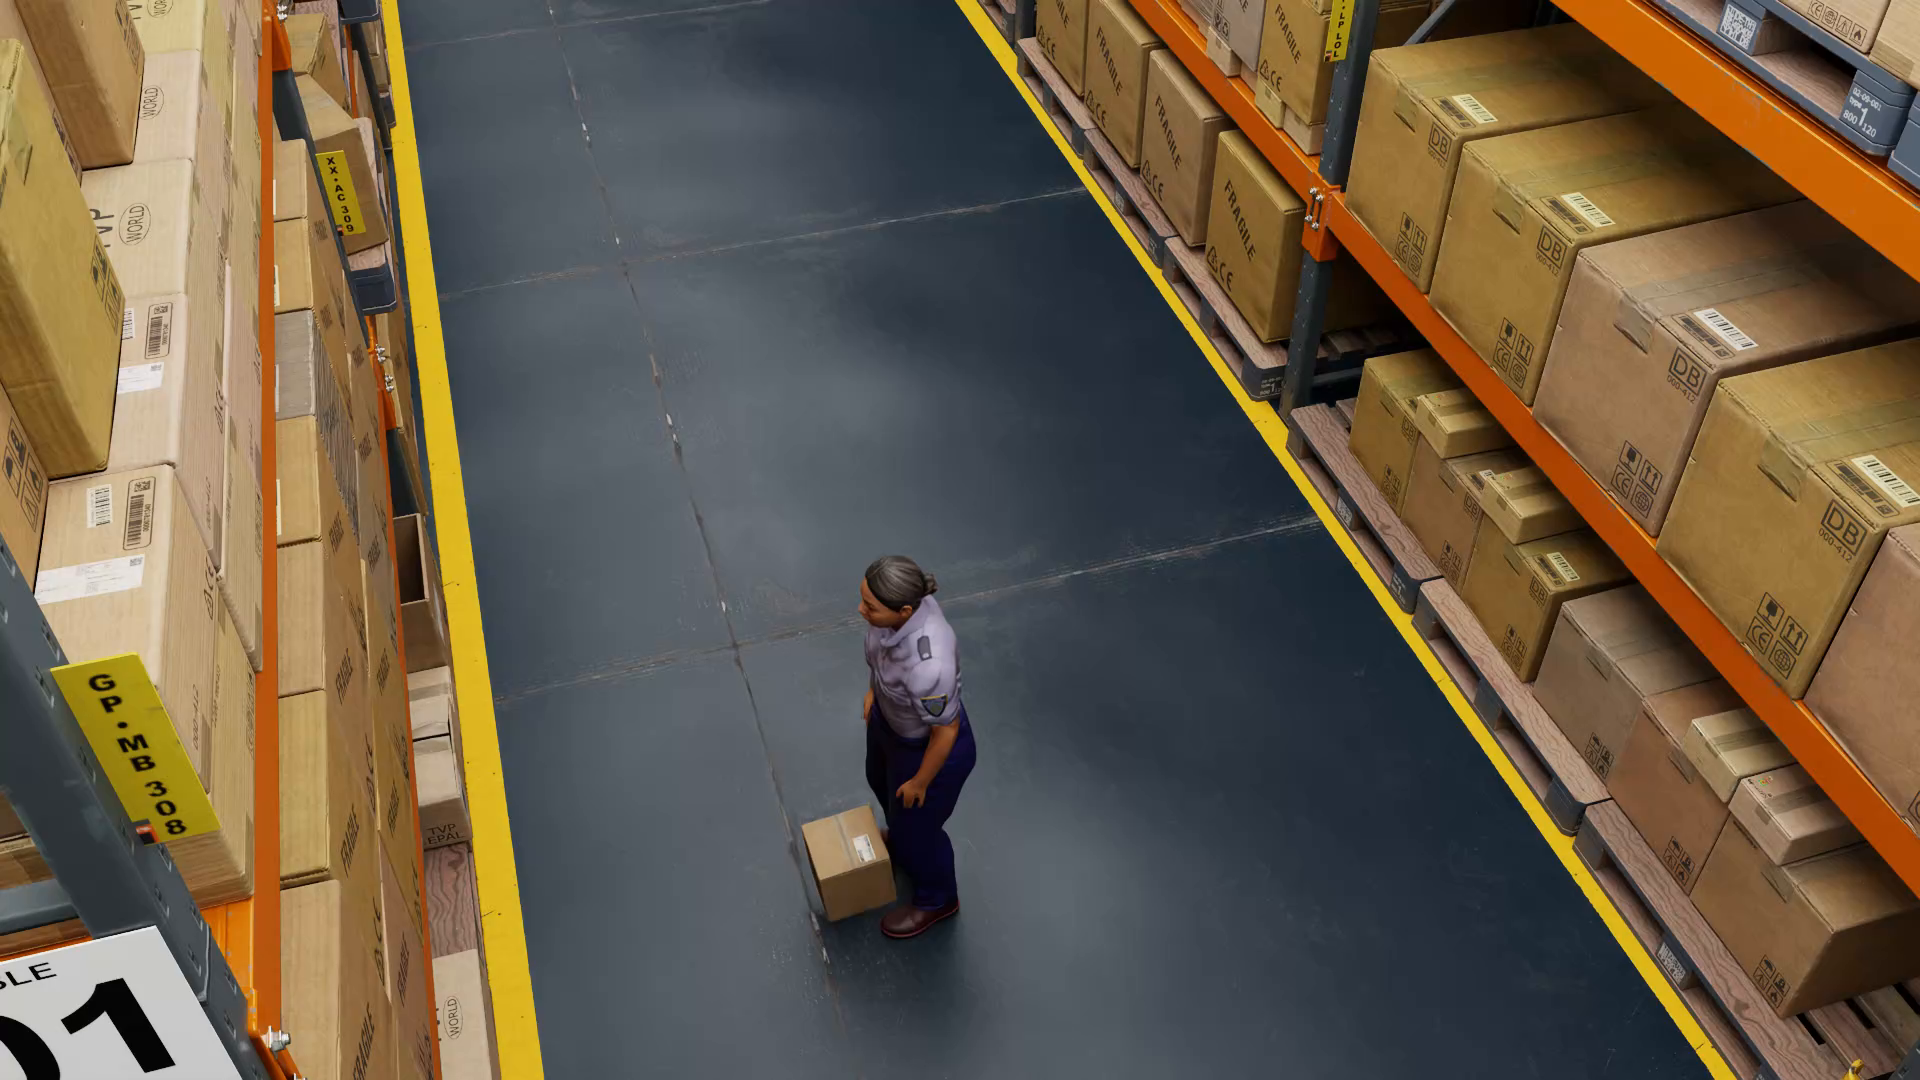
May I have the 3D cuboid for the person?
[{"bbox_3d":[-0.158,0.683,5.502,0.368,1.542,0.533,-13,44,-14],"label":"person"}]
